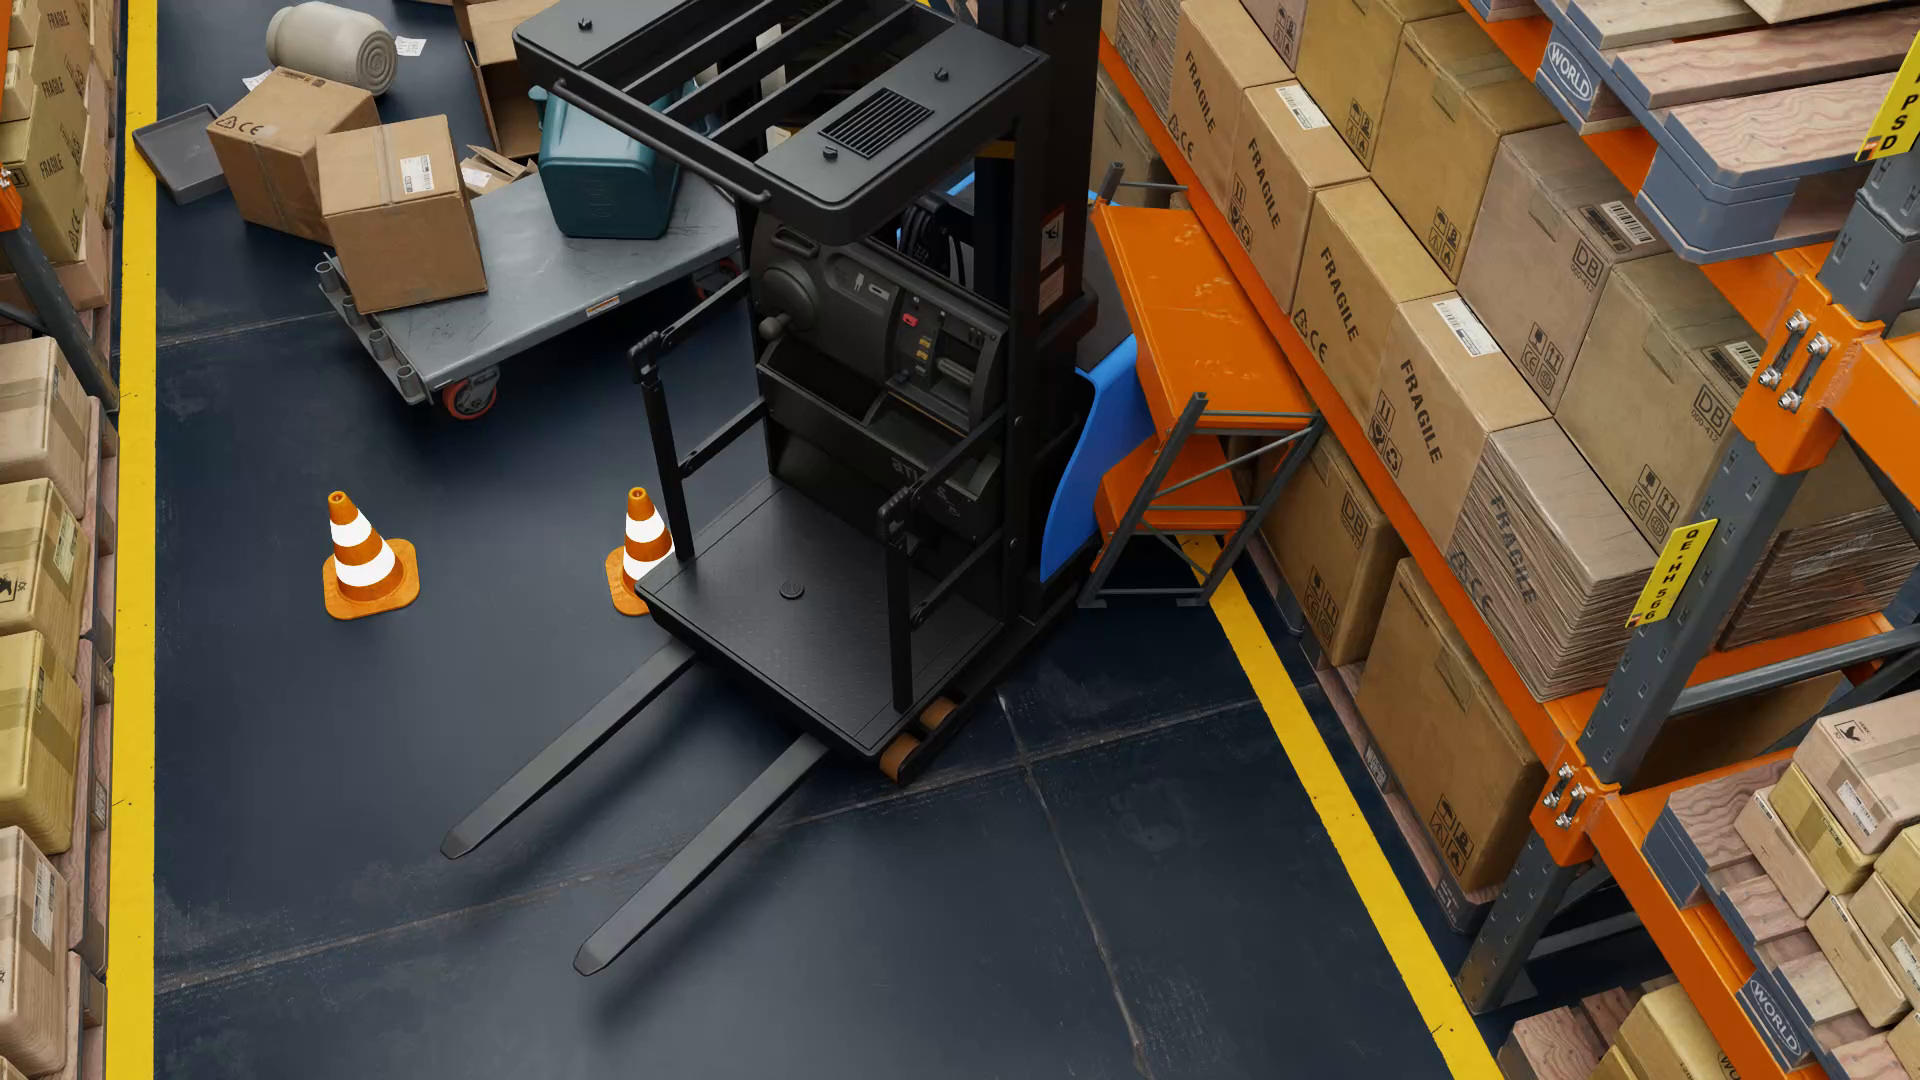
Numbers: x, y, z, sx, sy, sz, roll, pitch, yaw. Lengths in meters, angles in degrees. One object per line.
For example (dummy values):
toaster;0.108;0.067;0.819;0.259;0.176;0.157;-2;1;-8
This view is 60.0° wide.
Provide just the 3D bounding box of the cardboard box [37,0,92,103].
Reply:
cardboard box;-4.109;-2.159;7.142;0.500;0.500;0.500;-11;51;-9

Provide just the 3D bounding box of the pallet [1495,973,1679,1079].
pallet;2.240;1.789;4.604;1.003;0.211;1.213;-13;51;-11

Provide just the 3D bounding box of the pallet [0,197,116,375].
pallet;-4.104;-0.993;6.949;1.003;0.211;1.213;-13;51;-11

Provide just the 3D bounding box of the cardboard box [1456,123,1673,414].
cardboard box;1.736;-0.735;4.188;0.700;0.500;0.500;-14;51;-12

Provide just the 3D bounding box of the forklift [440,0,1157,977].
forklift;-0.397;-0.575;4.818;1.130;2.935;3.031;32;57;24

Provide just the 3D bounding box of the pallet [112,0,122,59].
pallet;-4.825;-2.775;8.451;1.003;0.211;1.213;-13;51;-11

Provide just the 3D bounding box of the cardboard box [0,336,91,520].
cardboard box;-3.714;-0.315;5.998;0.950;0.372;0.625;-13;51;-11

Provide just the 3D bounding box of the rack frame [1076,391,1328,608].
rack frame;0.796;-0.104;5.513;0.500;1.125;0.032;0;54;-19

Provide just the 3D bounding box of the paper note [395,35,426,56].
paper note;-2.765;-2.475;8.324;0.148;0.019;0.142;2;50;2

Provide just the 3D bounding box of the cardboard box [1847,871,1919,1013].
cardboard box;2.044;0.765;3.338;0.380;0.149;0.250;-11;51;-9

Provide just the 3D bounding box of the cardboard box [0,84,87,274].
cardboard box;-3.788;-1.392;6.495;0.500;0.500;0.500;-11;51;-9

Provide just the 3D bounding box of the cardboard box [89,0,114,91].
cardboard box;-4.252;-2.289;7.742;0.500;0.250;0.500;-15;51;-12

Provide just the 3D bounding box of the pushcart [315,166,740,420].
pushcart;-1.708;-1.116;6.944;1.648;0.377;0.936;-30;56;-23

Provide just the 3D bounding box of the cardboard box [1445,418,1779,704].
cardboard box;1.621;0.019;4.207;0.500;0.500;0.500;-13;51;-11

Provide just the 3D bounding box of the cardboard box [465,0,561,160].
cardboard box;-1.832;-2.178;7.668;0.797;0.637;0.503;-13;51;-11

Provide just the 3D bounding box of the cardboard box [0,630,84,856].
cardboard box;-3.291;0.717;5.128;0.950;0.372;0.625;-12;51;-10

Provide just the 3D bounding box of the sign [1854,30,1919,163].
sign;1.478;-0.720;2.544;0.100;0.325;0.005;-13;51;-11

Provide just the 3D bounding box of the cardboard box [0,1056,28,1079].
cardboard box;-2.846;1.809;4.207;0.950;0.372;0.625;-16;52;-13

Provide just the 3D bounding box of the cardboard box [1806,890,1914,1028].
cardboard box;2.029;0.833;3.475;0.380;0.149;0.250;-11;51;-9

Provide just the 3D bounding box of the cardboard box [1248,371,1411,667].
cardboard box;1.655;-0.194;5.648;1.050;0.750;0.750;-13;51;-10

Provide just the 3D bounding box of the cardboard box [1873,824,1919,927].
cardboard box;2.044;0.650;3.241;0.380;0.149;0.250;-15;51;-12

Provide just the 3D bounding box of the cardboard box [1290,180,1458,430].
cardboard box;1.327;-0.711;4.822;0.500;0.500;0.500;-14;51;-12

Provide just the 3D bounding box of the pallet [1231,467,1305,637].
pallet;1.492;-0.264;6.335;1.003;0.211;1.213;-13;51;-11

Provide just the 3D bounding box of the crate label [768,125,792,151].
crate label;-0.901;-1.806;7.683;0.250;0.136;0.298;26;55;20

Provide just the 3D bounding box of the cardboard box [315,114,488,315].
cardboard box;-2.180;-1.272;6.500;0.500;0.500;0.500;-13;51;-11

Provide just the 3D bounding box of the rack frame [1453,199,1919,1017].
rack frame;2.011;0.319;4.019;1.000;3.000;0.127;-13;51;-11

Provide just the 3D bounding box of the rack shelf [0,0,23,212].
rack shelf;-4.463;-2.638;6.983;1.077;0.370;4.000;-13;51;-11

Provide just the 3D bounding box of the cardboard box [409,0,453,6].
cardboard box;-2.737;-2.912;8.607;0.380;0.149;0.250;10;51;8

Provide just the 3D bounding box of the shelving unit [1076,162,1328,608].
shelving unit;0.698;-0.515;5.795;0.538;1.125;1.048;0;54;-19

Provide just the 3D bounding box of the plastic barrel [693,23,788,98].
plastic barrel;-0.973;-2.254;7.873;0.512;0.421;0.421;18;52;14

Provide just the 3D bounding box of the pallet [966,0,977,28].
pallet;0.677;-2.277;8.031;1.003;0.211;1.213;-13;51;-11

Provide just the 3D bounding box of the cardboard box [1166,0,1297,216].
cardboard box;1.021;-1.455;5.450;0.500;0.500;0.500;-14;51;-11

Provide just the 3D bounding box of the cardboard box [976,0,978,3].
cardboard box;0.438;-3.186;8.089;0.875;0.875;0.875;-13;51;-11

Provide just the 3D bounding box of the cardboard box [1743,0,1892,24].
cardboard box;1.623;-1.128;3.090;0.380;0.166;0.250;-13;51;-11

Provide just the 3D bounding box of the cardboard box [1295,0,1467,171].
cardboard box;1.431;-1.482;4.818;0.700;0.500;0.500;-14;51;-11

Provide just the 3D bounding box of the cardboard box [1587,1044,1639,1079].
cardboard box;1.976;1.564;4.330;0.500;0.500;0.500;-15;52;-13

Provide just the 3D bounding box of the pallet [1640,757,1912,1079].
pallet;2.323;0.877;3.674;1.213;0.211;1.003;-13;51;-11

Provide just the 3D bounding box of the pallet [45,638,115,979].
pallet;-3.275;0.950;5.311;1.003;0.211;1.213;-13;51;-11

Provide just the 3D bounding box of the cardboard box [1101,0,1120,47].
cardboard box;0.726;-2.190;6.069;0.500;0.500;0.500;-13;51;-11

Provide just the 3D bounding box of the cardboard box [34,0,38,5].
cardboard box;-4.003;-2.277;6.817;0.380;0.149;0.250;-11;51;-9

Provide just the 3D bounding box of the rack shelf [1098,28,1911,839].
rack shelf;1.419;-0.910;5.526;1.077;0.370;4.000;-13;51;-11

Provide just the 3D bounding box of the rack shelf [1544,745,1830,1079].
rack shelf;2.602;2.012;3.063;1.077;0.370;4.000;-13;51;-11

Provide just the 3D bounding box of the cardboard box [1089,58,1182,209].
cardboard box;1.097;-1.580;6.816;1.050;0.750;0.750;-14;51;-11

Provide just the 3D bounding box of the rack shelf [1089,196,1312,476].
rack shelf;0.775;-0.687;5.572;0.538;0.278;1.000;0;54;-19

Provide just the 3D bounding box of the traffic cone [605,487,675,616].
traffic cone;-1.126;-0.017;5.962;0.336;0.463;0.334;-13;51;-11

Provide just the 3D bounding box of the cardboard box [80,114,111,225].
cardboard box;-3.956;-1.538;7.108;0.500;0.250;0.500;-11;51;-9

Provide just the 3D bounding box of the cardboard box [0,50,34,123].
cardboard box;-3.767;-1.706;6.335;0.380;0.149;0.250;-13;51;-10
